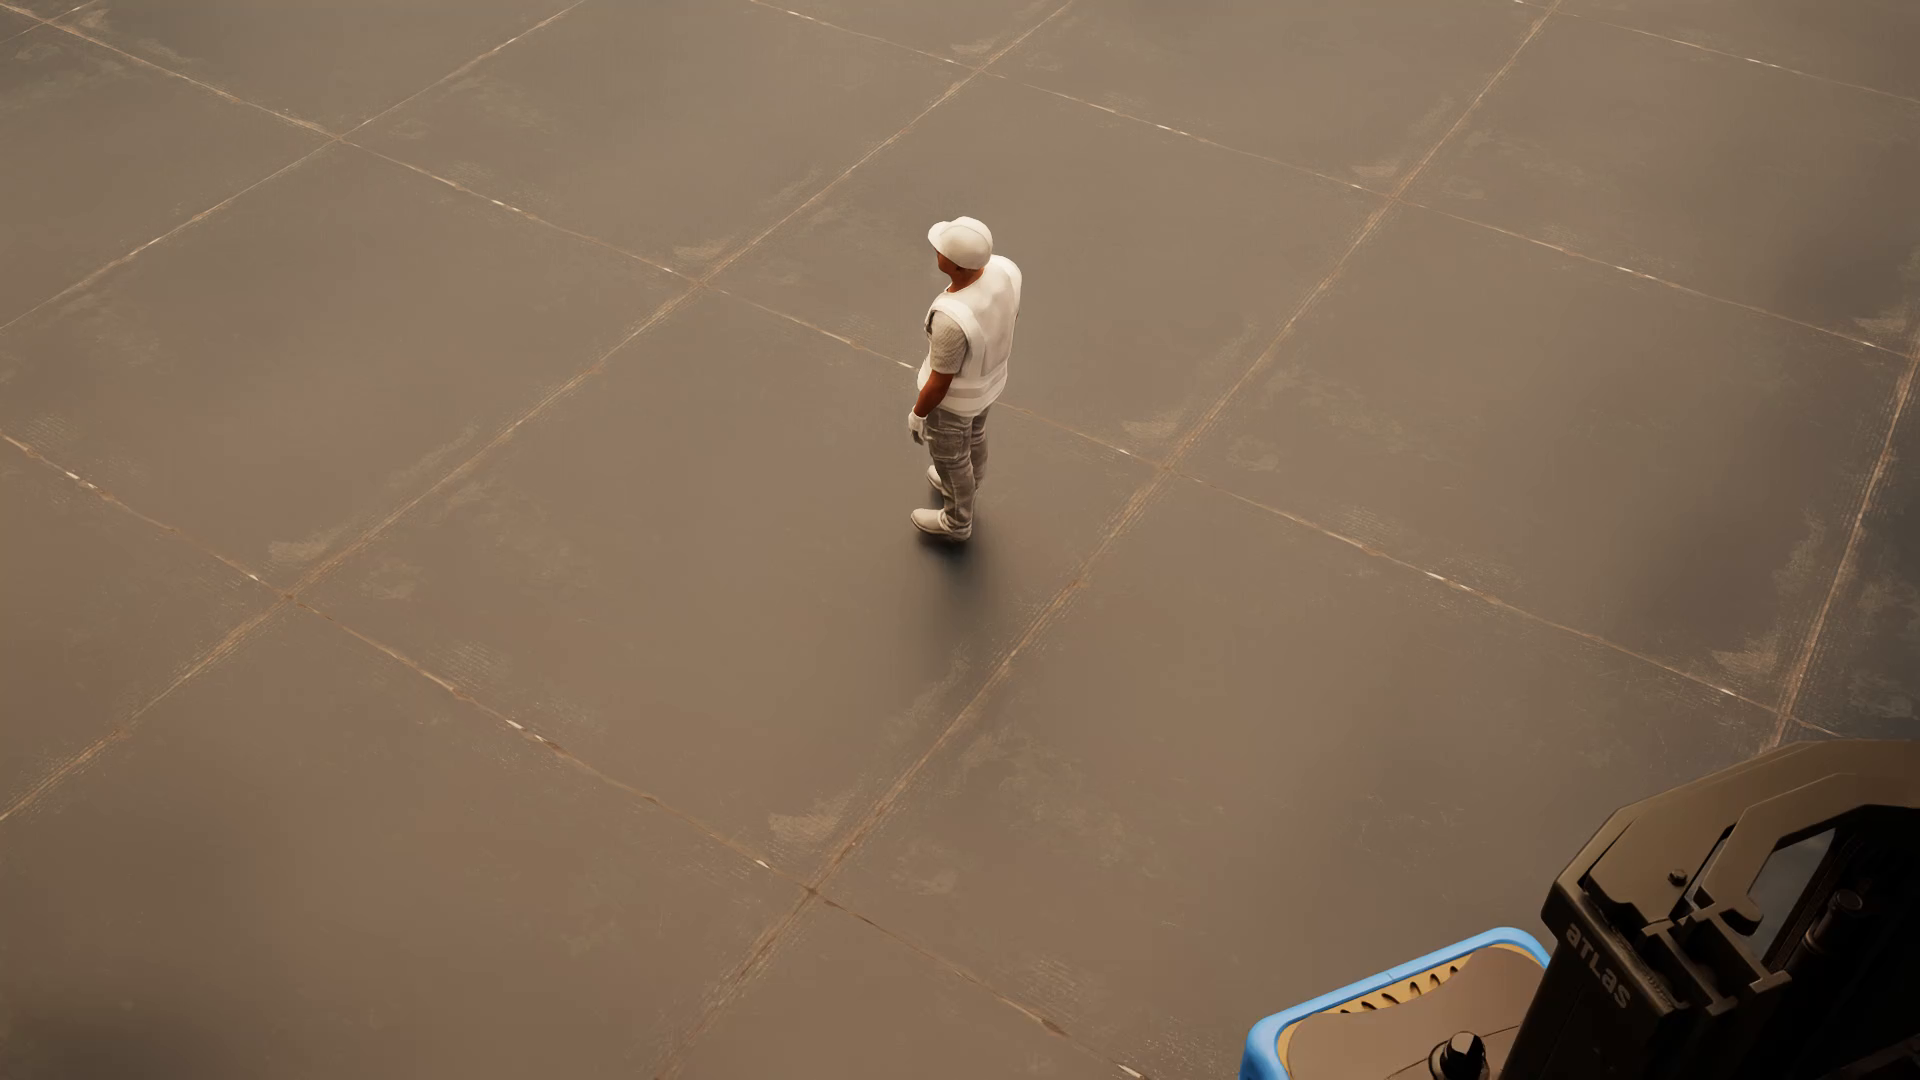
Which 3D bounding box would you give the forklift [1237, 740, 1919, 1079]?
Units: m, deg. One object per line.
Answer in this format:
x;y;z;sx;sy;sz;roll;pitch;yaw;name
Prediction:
1.857;1.965;3.776;1.130;2.935;3.031;-16;46;-16;forklift

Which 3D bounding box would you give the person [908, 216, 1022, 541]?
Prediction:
-0.055;-0.713;7.366;0.577;1.781;0.656;24;48;23;person
